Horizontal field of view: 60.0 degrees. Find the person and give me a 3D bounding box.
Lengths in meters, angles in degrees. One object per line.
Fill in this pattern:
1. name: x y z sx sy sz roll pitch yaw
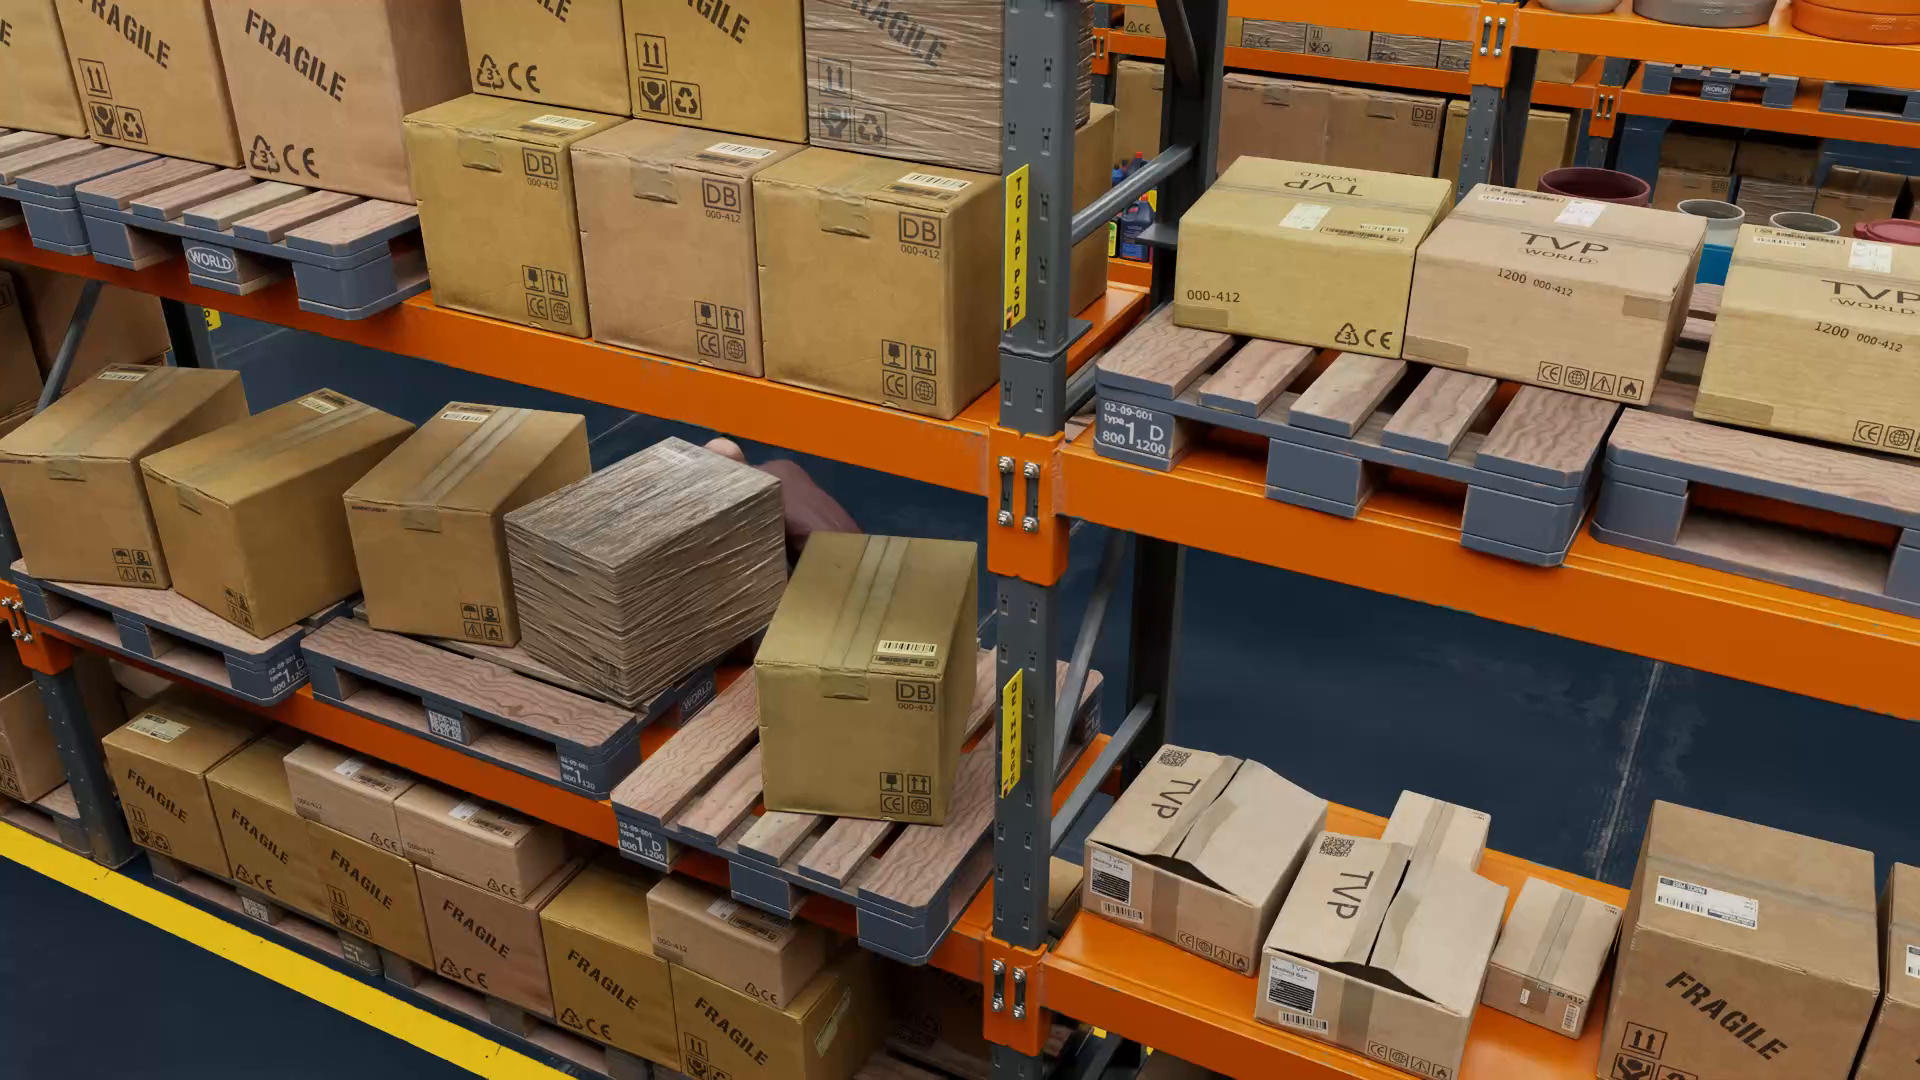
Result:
1. person: -0.763 0.197 7.408 0.797 1.176 0.630 14 33 23
